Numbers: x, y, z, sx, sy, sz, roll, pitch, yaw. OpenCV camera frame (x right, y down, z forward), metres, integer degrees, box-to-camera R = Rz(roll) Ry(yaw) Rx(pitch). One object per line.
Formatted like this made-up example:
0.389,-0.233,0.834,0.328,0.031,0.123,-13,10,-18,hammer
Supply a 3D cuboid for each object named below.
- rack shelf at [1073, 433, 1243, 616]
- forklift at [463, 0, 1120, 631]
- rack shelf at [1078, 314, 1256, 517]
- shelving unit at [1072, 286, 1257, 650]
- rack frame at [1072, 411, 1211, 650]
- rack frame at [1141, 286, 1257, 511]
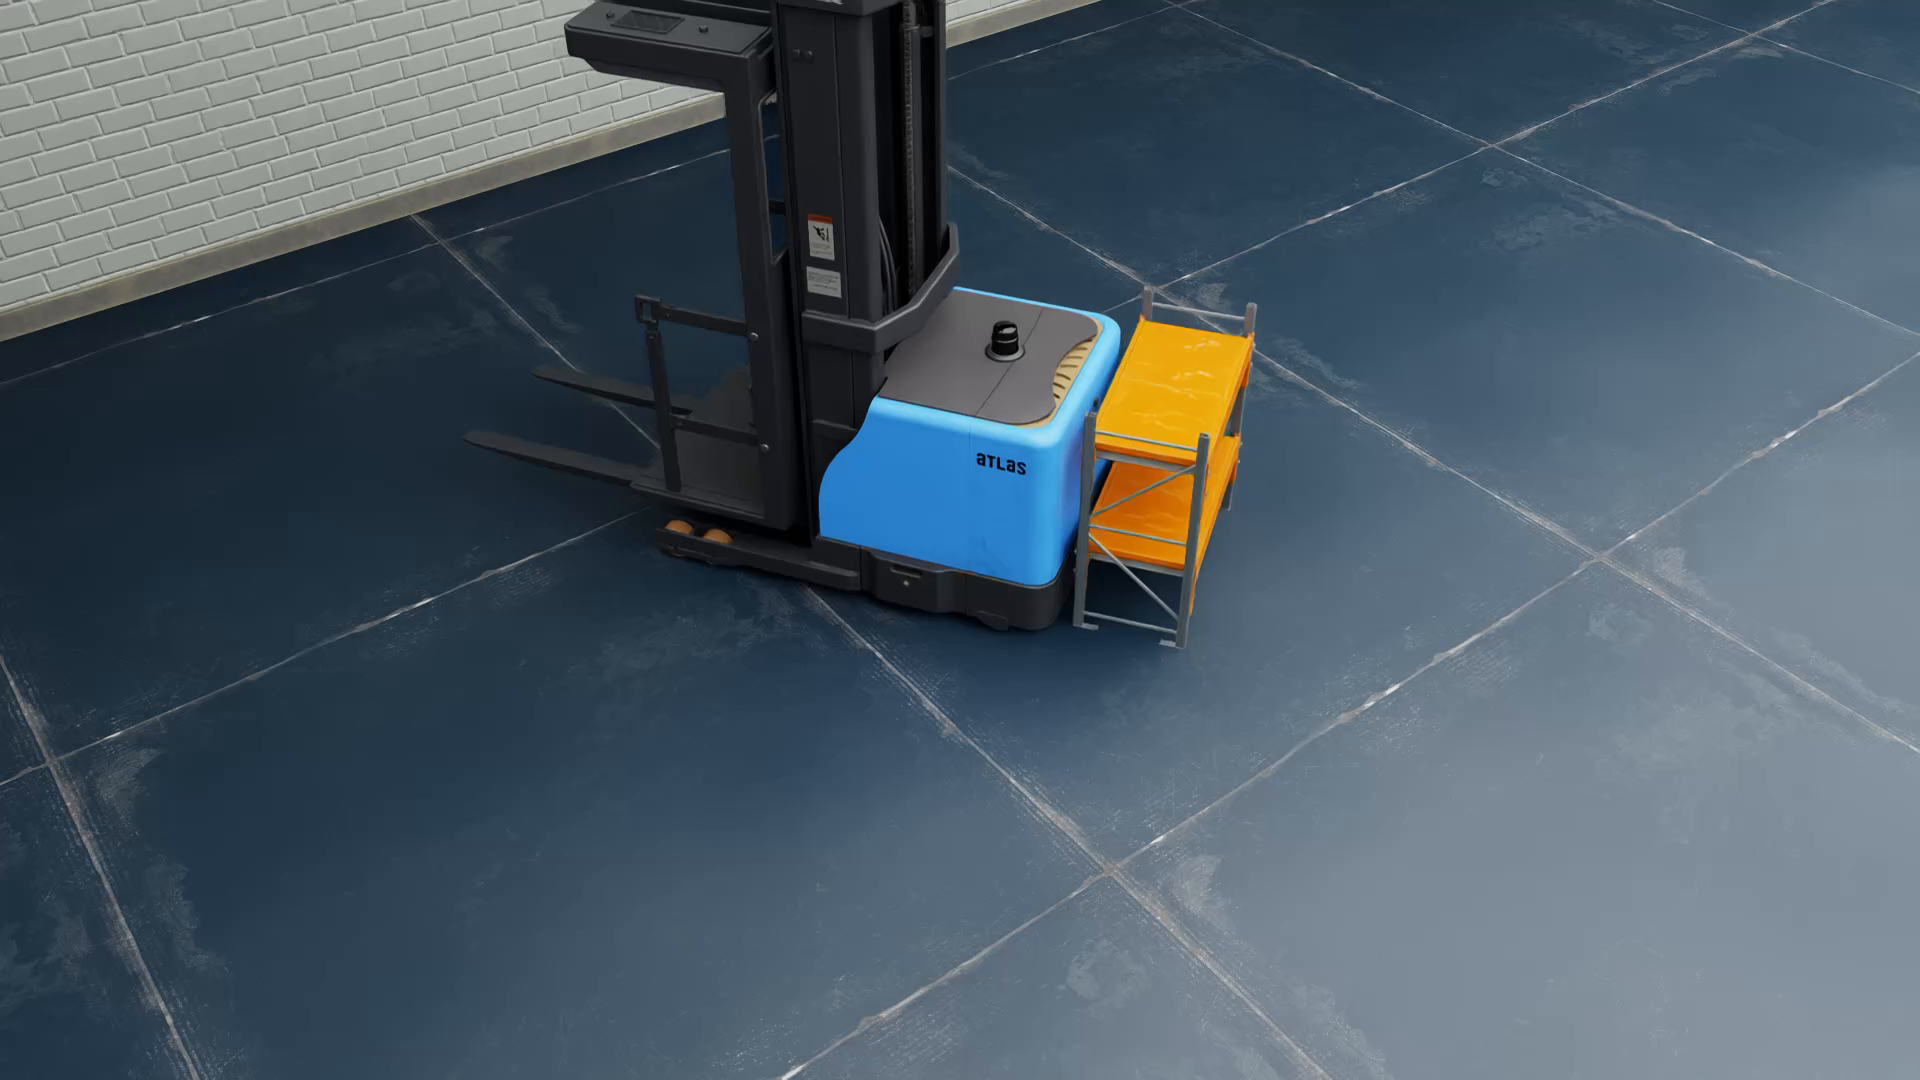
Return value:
0.893,-0.135,7.413,0.538,0.278,1.000,12,41,14,rack shelf
-0.859,-1.315,7.042,3.031,2.935,1.130,13,41,16,forklift
0.893,-0.550,7.072,0.538,0.278,1.000,12,41,14,rack shelf
0.893,-0.324,7.258,0.538,1.125,1.048,12,41,14,shelving unit
0.735,-0.018,6.884,0.500,1.125,0.032,12,41,14,rack frame
1.050,-0.631,7.632,0.500,1.125,0.032,12,41,14,rack frame
